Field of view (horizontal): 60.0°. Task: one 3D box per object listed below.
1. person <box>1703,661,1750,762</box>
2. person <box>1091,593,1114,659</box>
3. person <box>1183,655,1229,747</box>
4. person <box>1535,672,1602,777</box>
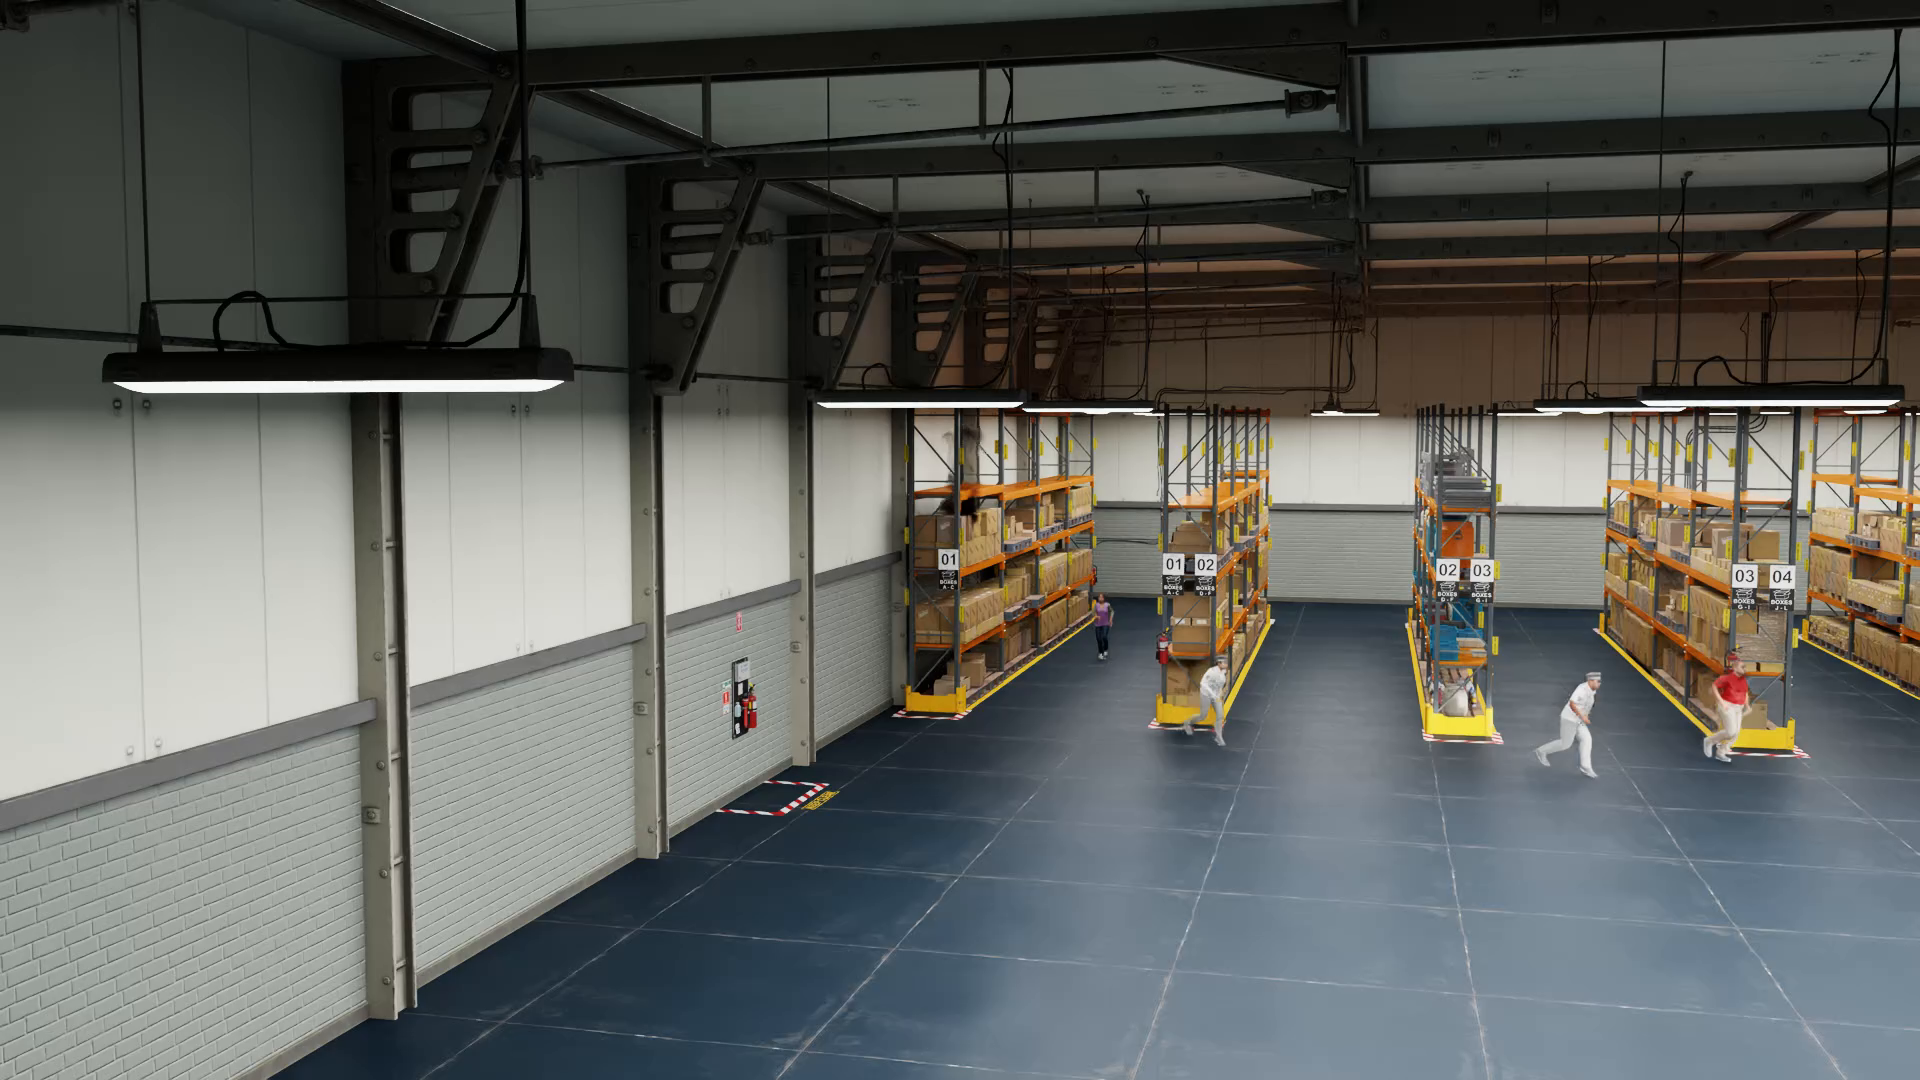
[{"bbox_3d":[12.940,2.861,27.923,0.741,1.671,0.570,-2,5,-28],"label":"person"},{"bbox_3d":[3.378,2.045,39.492,0.511,1.570,0.636,1,4,12],"label":"person"},{"bbox_3d":[4.365,2.801,29.449,0.966,1.630,0.647,4,6,42],"label":"person"},{"bbox_3d":[9.836,2.951,26.892,1.010,1.720,0.693,2,5,30],"label":"person"}]
